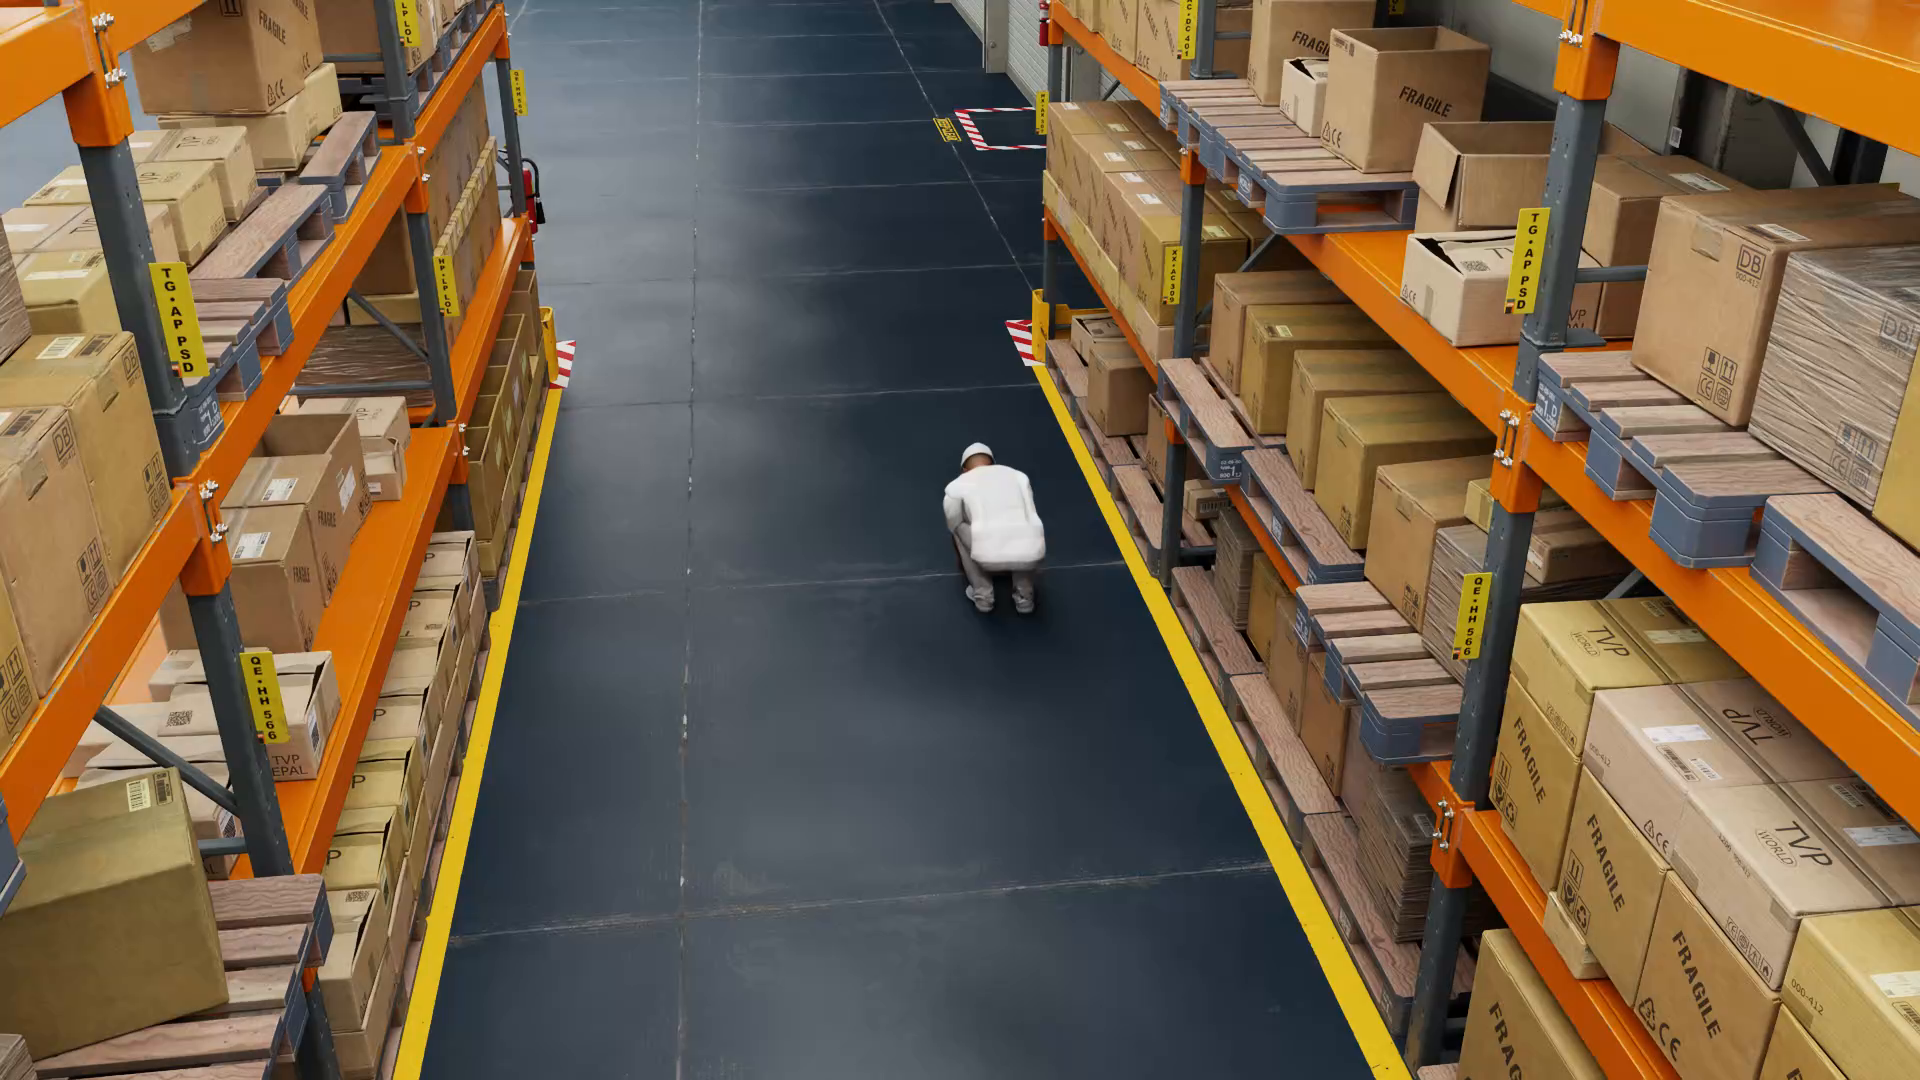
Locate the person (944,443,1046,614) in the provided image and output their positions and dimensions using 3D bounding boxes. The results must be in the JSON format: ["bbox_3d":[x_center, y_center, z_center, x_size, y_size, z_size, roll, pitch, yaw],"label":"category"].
[{"bbox_3d":[0.189,-0.019,9.775,0.540,0.877,0.938,-4,27,-8],"label":"person"}]
